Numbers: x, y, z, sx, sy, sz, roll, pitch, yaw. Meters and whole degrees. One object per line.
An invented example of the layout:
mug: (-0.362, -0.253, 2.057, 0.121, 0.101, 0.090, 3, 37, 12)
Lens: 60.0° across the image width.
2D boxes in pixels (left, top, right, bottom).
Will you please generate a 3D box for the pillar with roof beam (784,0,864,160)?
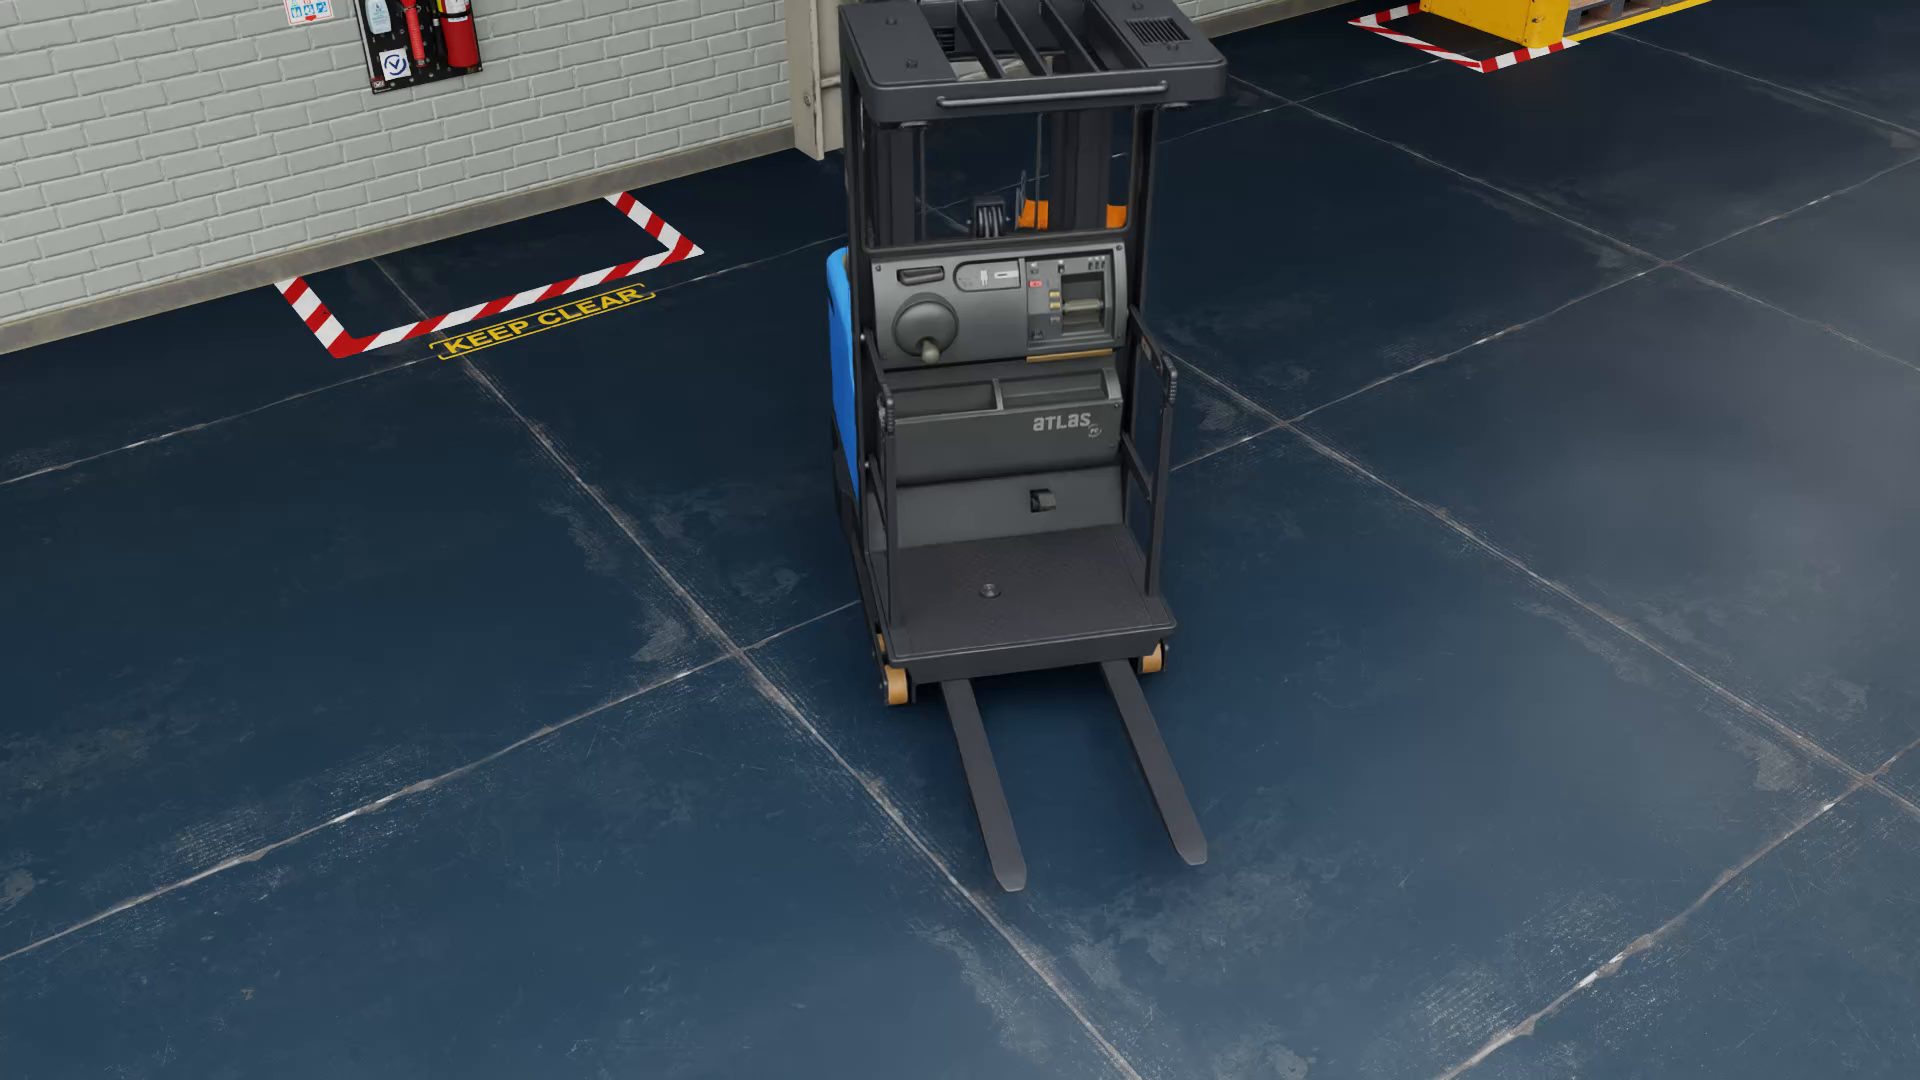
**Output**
pillar with roof beam: (1.641, -4.161, 5.329, 0.400, 9.000, 9.100, -22, 41, -28)

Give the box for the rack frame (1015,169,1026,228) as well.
rack frame: (0.267, -1.112, 7.754, 0.015, 1.200, 0.240, 5, 32, 7)

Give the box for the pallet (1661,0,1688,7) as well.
pallet: (5.734, -4.708, 13.615, 1.213, 0.211, 1.003, -22, 41, -28)

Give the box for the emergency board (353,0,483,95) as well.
emergency board: (-2.881, -2.967, 8.807, 0.643, 1.169, 0.194, -22, 41, -28)

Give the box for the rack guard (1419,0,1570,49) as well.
rack guard: (4.054, -4.161, 12.607, 0.348, 0.500, 1.175, -22, 41, -28)

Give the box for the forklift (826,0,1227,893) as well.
forklift: (0.191, -0.791, 5.839, 1.130, 2.935, 3.031, -6, 36, -9)

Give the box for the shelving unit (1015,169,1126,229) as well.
shelving unit: (0.508, -1.091, 7.725, 0.503, 1.200, 0.258, 5, 32, 7)

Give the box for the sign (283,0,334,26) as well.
sign: (-3.392, -2.845, 8.606, 0.234, 0.329, 0.001, -22, 41, -28)

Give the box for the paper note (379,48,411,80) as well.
paper note: (-3.065, -2.583, 9.027, 0.142, 0.148, 0.016, -22, 41, -28)

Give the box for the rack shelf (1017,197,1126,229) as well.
rack shelf: (0.512, -1.423, 7.516, 0.480, 0.148, 0.258, 5, 32, 7)

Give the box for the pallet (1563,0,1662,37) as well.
pallet: (4.738, -4.300, 13.048, 1.213, 0.211, 1.003, -22, 41, -28)
